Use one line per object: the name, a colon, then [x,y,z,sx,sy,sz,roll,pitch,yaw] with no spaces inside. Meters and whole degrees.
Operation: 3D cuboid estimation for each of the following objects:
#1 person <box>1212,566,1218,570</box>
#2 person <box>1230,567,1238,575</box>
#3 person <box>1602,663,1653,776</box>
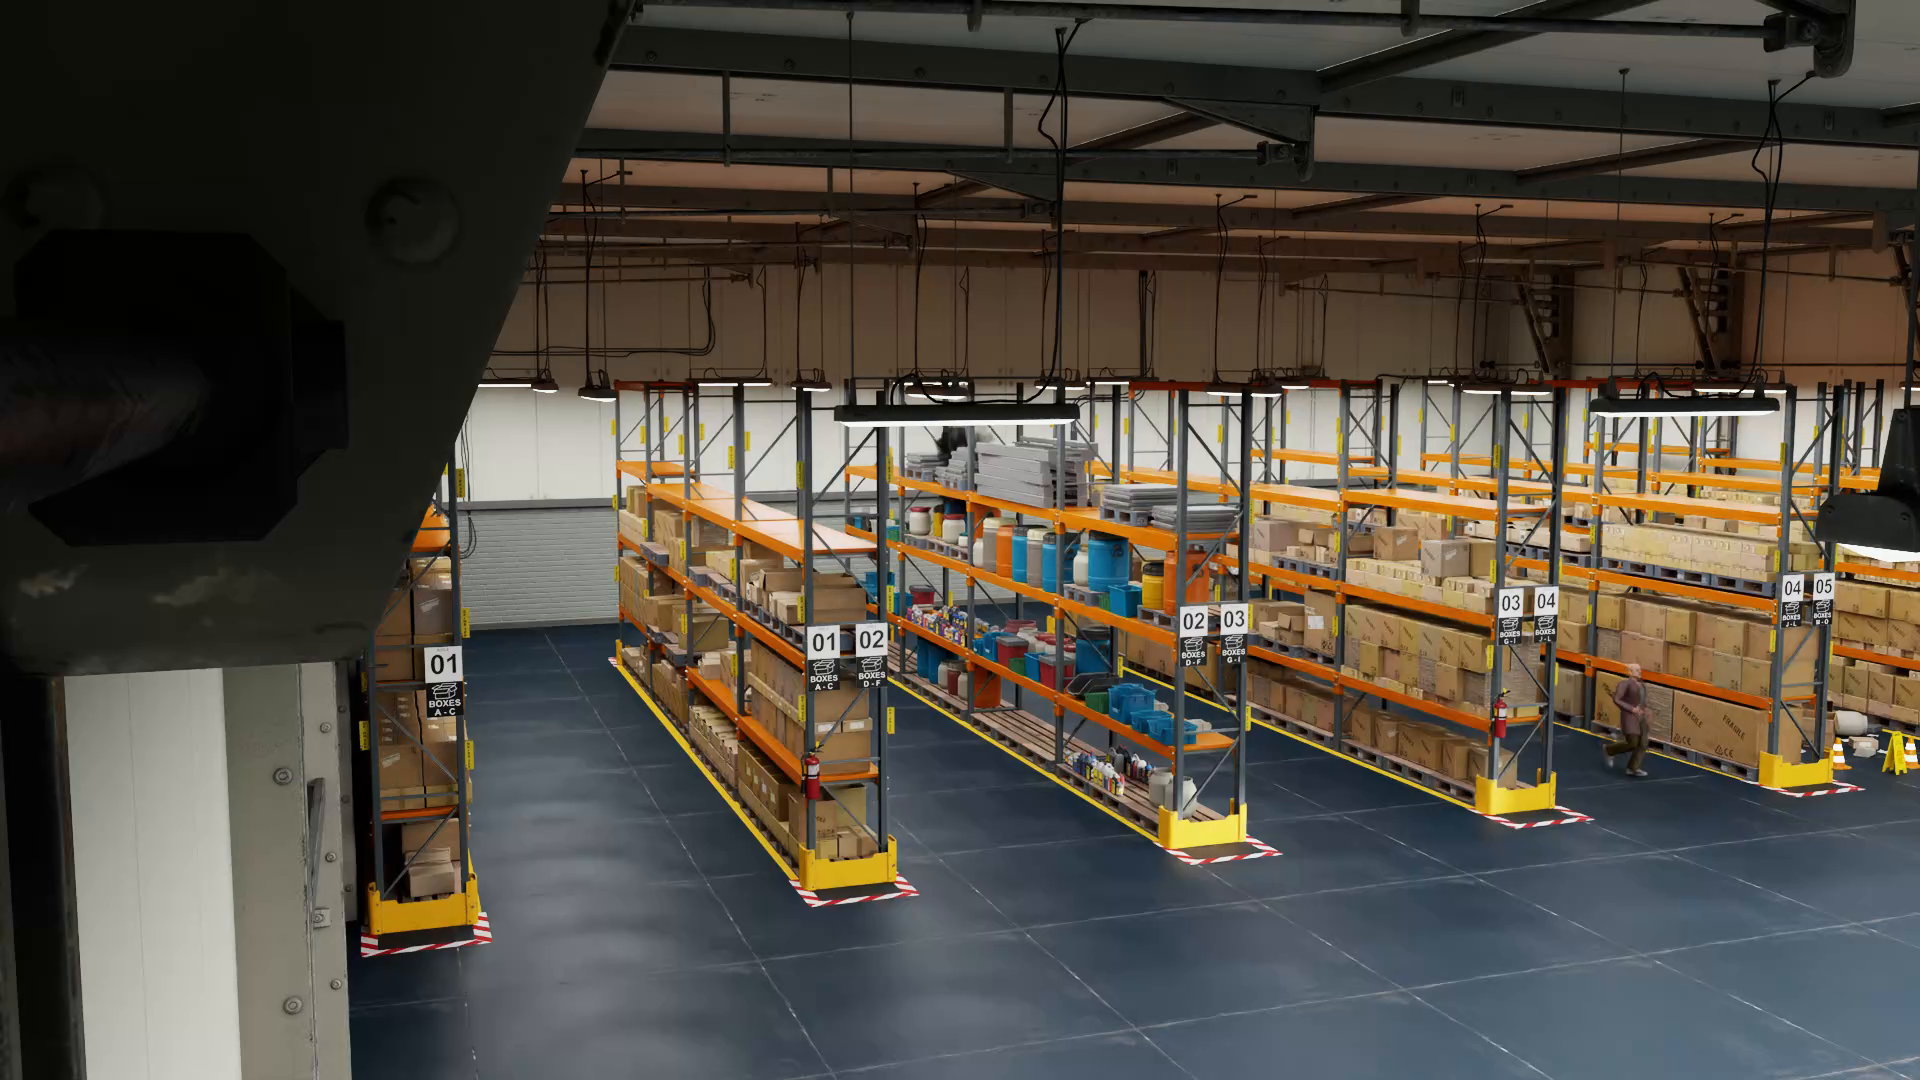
person: [6.262,1.338,40.674,0.654,1.450,0.580,4,7,33]
person: [6.809,1.128,40.940,0.871,1.759,0.654,-2,6,-21]
person: [10.340,2.751,25.662,0.718,1.741,0.736,-4,7,-33]
